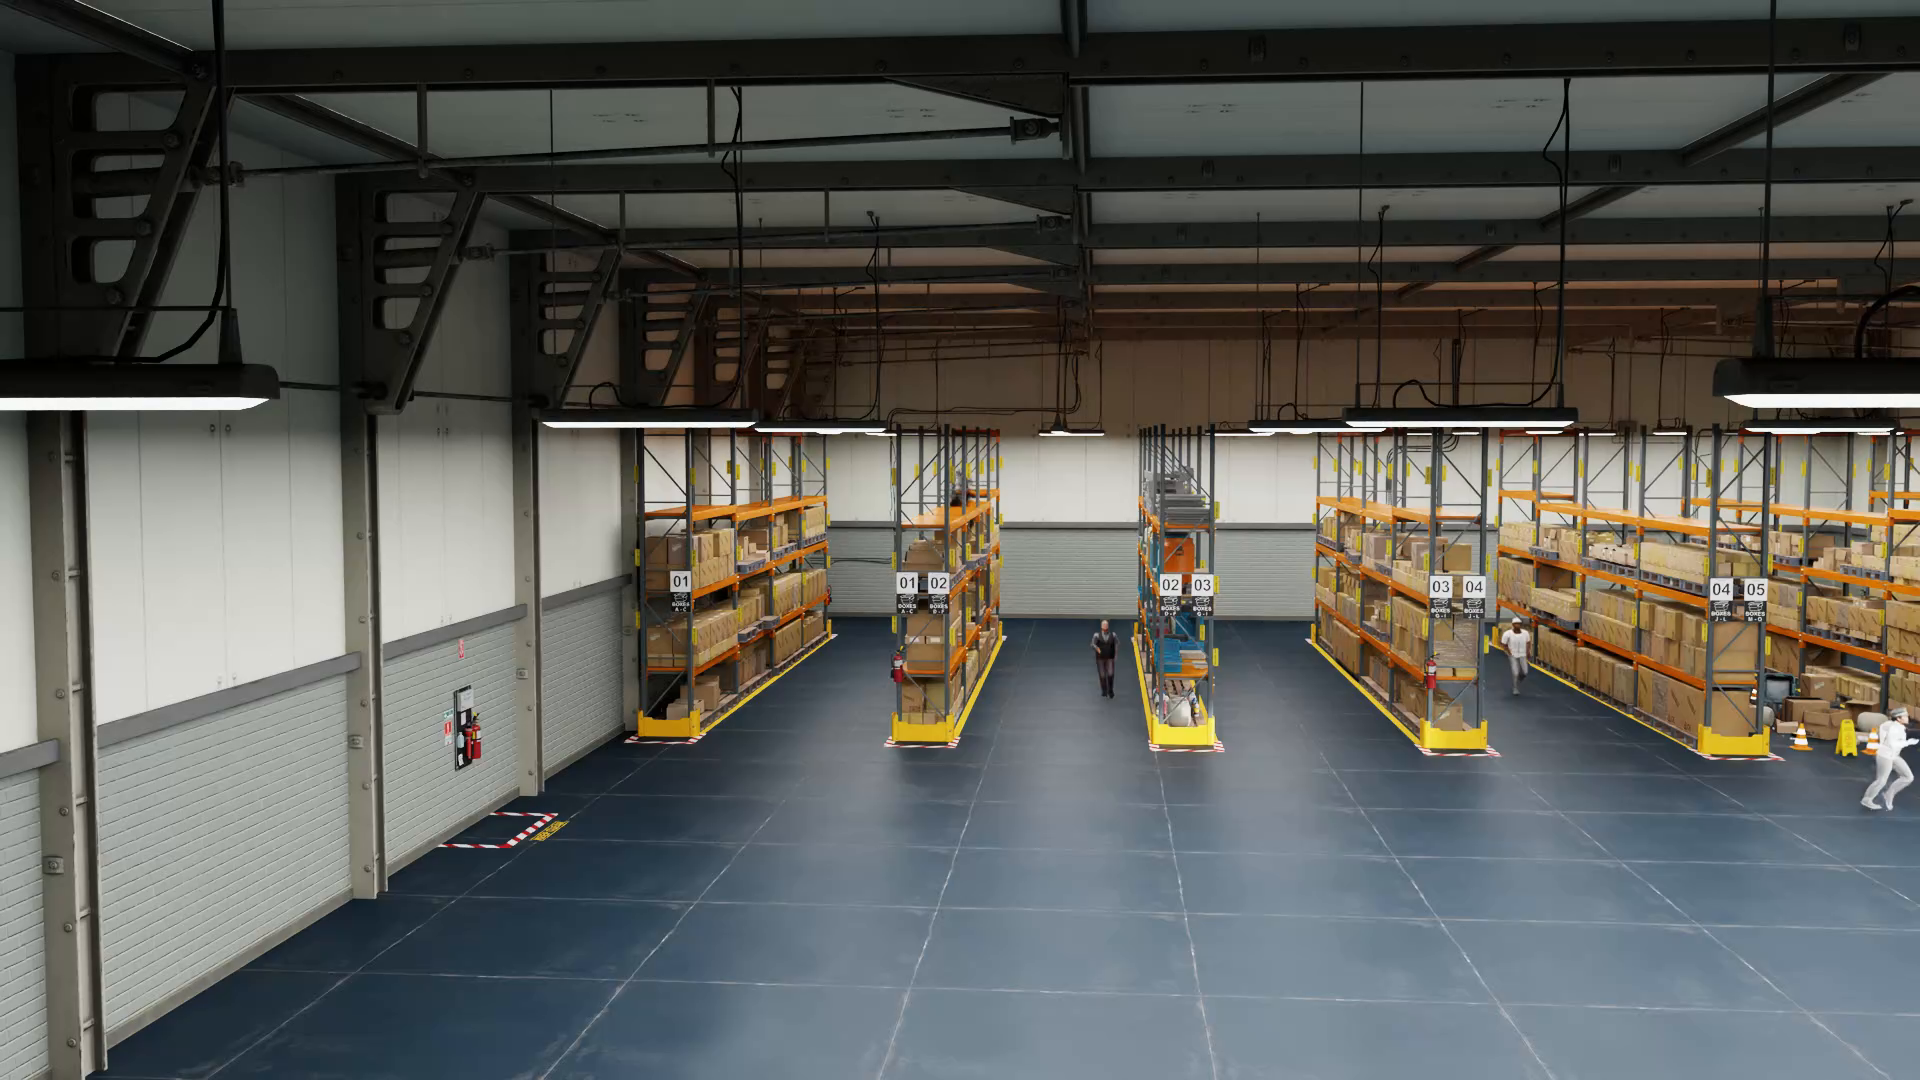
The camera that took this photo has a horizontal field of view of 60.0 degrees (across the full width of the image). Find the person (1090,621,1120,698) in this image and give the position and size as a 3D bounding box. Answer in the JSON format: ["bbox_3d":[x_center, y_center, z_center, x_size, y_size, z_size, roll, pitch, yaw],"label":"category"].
[{"bbox_3d":[3.180,2.621,36.423,0.653,1.703,0.664,0,3,5],"label":"person"}]

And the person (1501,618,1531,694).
[{"bbox_3d":[12.447,2.596,37.129,0.674,1.719,0.562,0,3,3],"label":"person"}]

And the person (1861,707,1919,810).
[{"bbox_3d":[14.215,3.332,25.407,0.584,1.627,0.785,-3,5,-43],"label":"person"}]
